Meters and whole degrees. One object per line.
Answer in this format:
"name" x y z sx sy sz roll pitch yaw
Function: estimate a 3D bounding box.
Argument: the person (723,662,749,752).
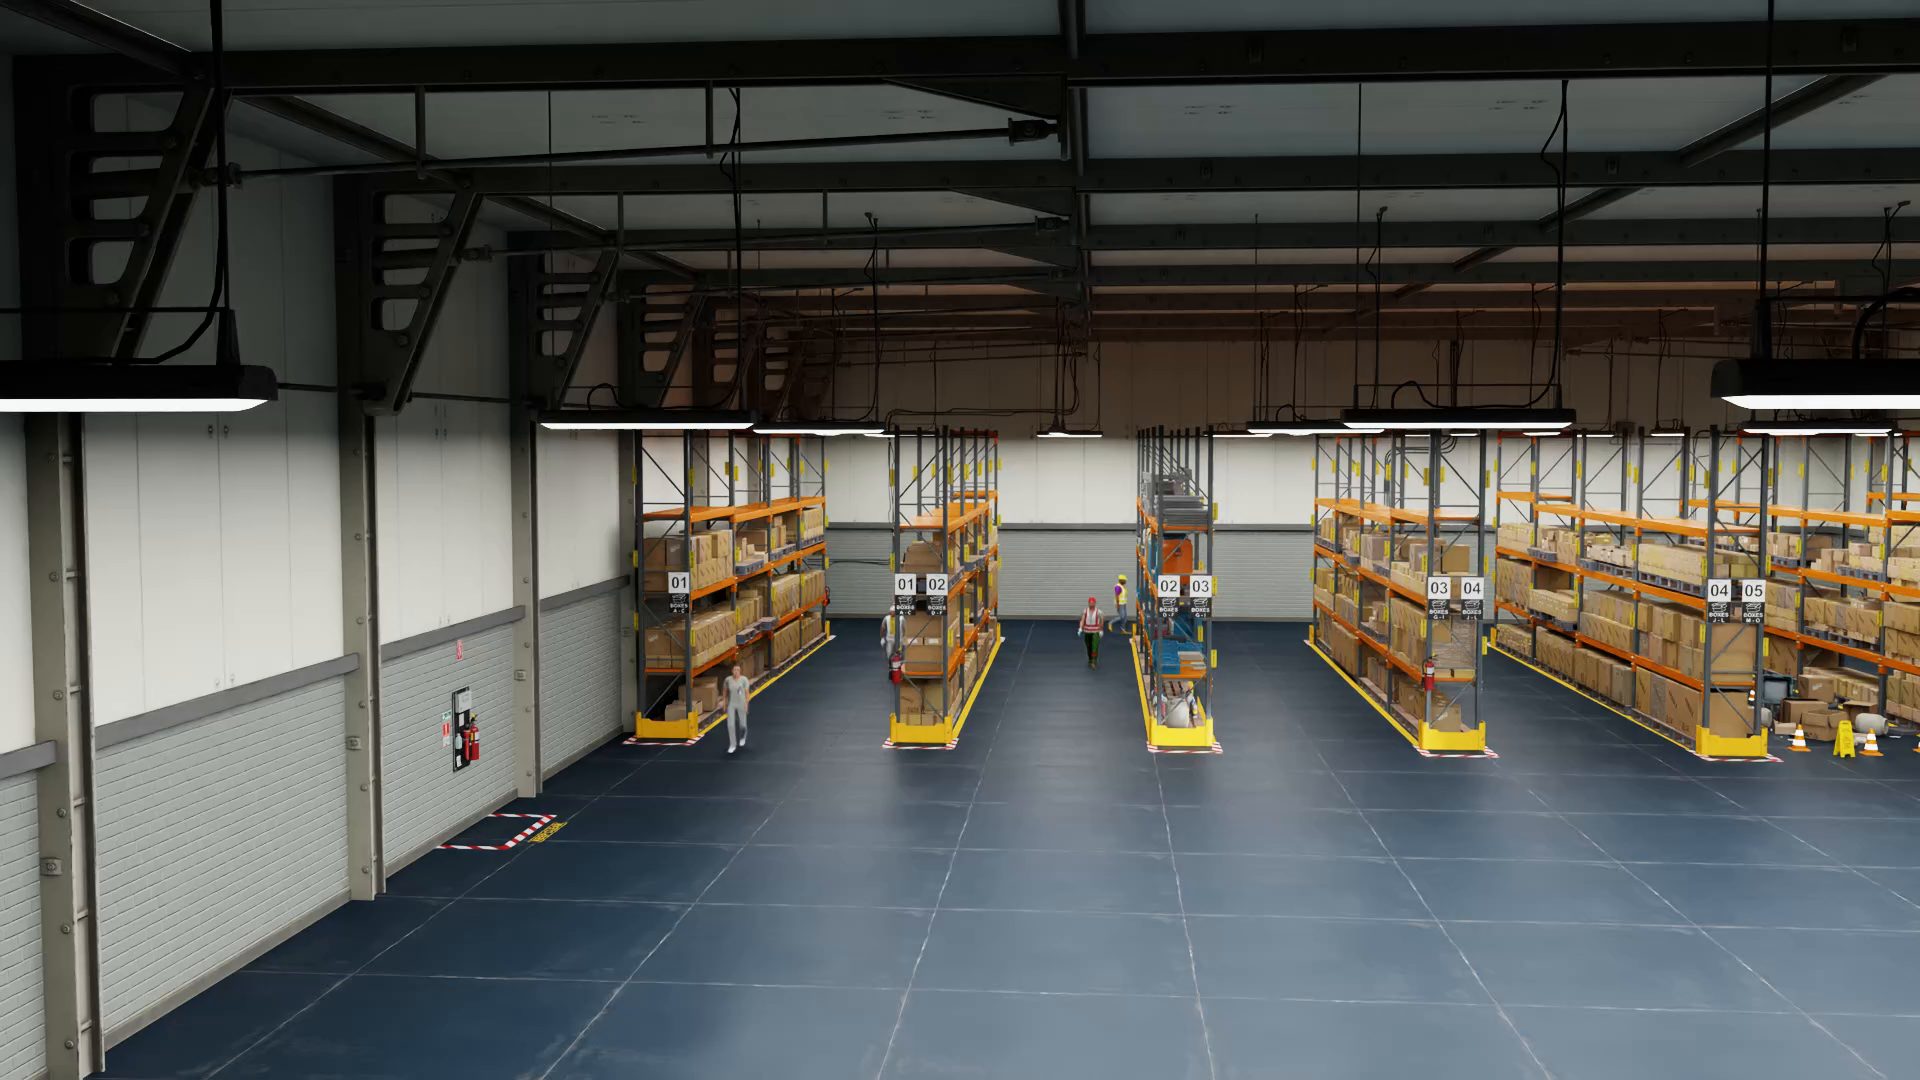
"person" -4.137 3.061 30.731 0.495 1.653 0.611 0 3 -5

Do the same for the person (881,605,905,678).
"person" -1.600 2.433 40.232 0.647 1.763 0.689 0 3 -5

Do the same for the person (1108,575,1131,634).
"person" 4.681 1.896 48.853 0.635 1.762 0.627 2 4 26

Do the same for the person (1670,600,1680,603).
"person" 18.354 2.347 42.527 0.471 1.713 0.545 -1 4 -20

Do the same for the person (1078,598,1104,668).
"person" 3.304 2.315 41.926 0.633 1.725 1.067 0 3 8
